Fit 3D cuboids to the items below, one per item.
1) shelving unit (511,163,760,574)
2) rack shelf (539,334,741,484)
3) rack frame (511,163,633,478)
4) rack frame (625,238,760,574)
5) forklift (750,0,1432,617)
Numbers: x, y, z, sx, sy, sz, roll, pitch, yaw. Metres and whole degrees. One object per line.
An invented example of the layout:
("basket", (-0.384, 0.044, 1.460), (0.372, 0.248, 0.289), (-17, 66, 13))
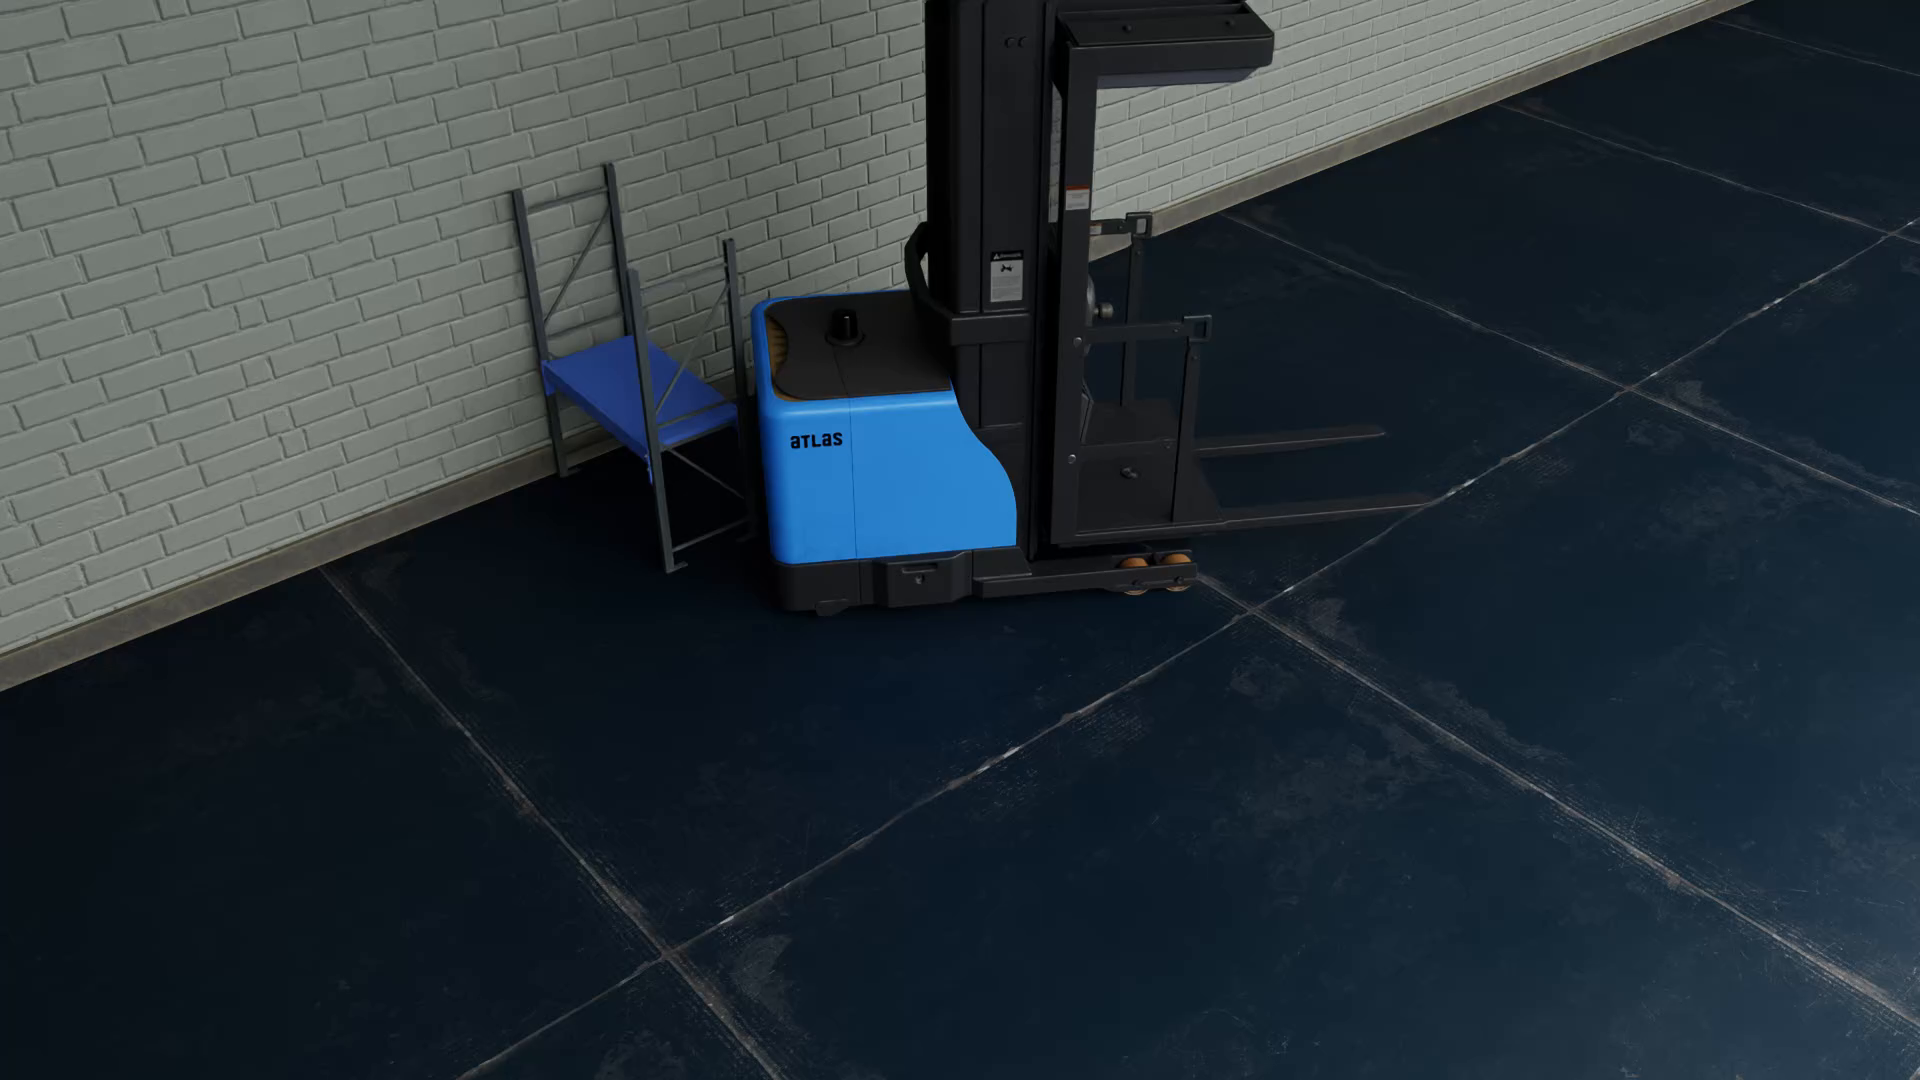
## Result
("shelving unit", (-1.459, -0.782, 7.557), (0.538, 1.500, 1.048), (-25, 42, -31))
("rack shelf", (-1.459, -0.635, 7.661), (0.538, 0.185, 1.000), (-25, 42, -31))
("rack frame", (-1.777, -1.012, 7.881), (0.500, 1.500, 0.032), (-25, 42, -31))
("rack frame", (-1.142, -0.553, 7.233), (0.500, 1.500, 0.032), (-25, 42, -31))
("forklift", (0.616, -1.249, 6.977), (3.031, 2.935, 1.130), (-5, 36, -7))
